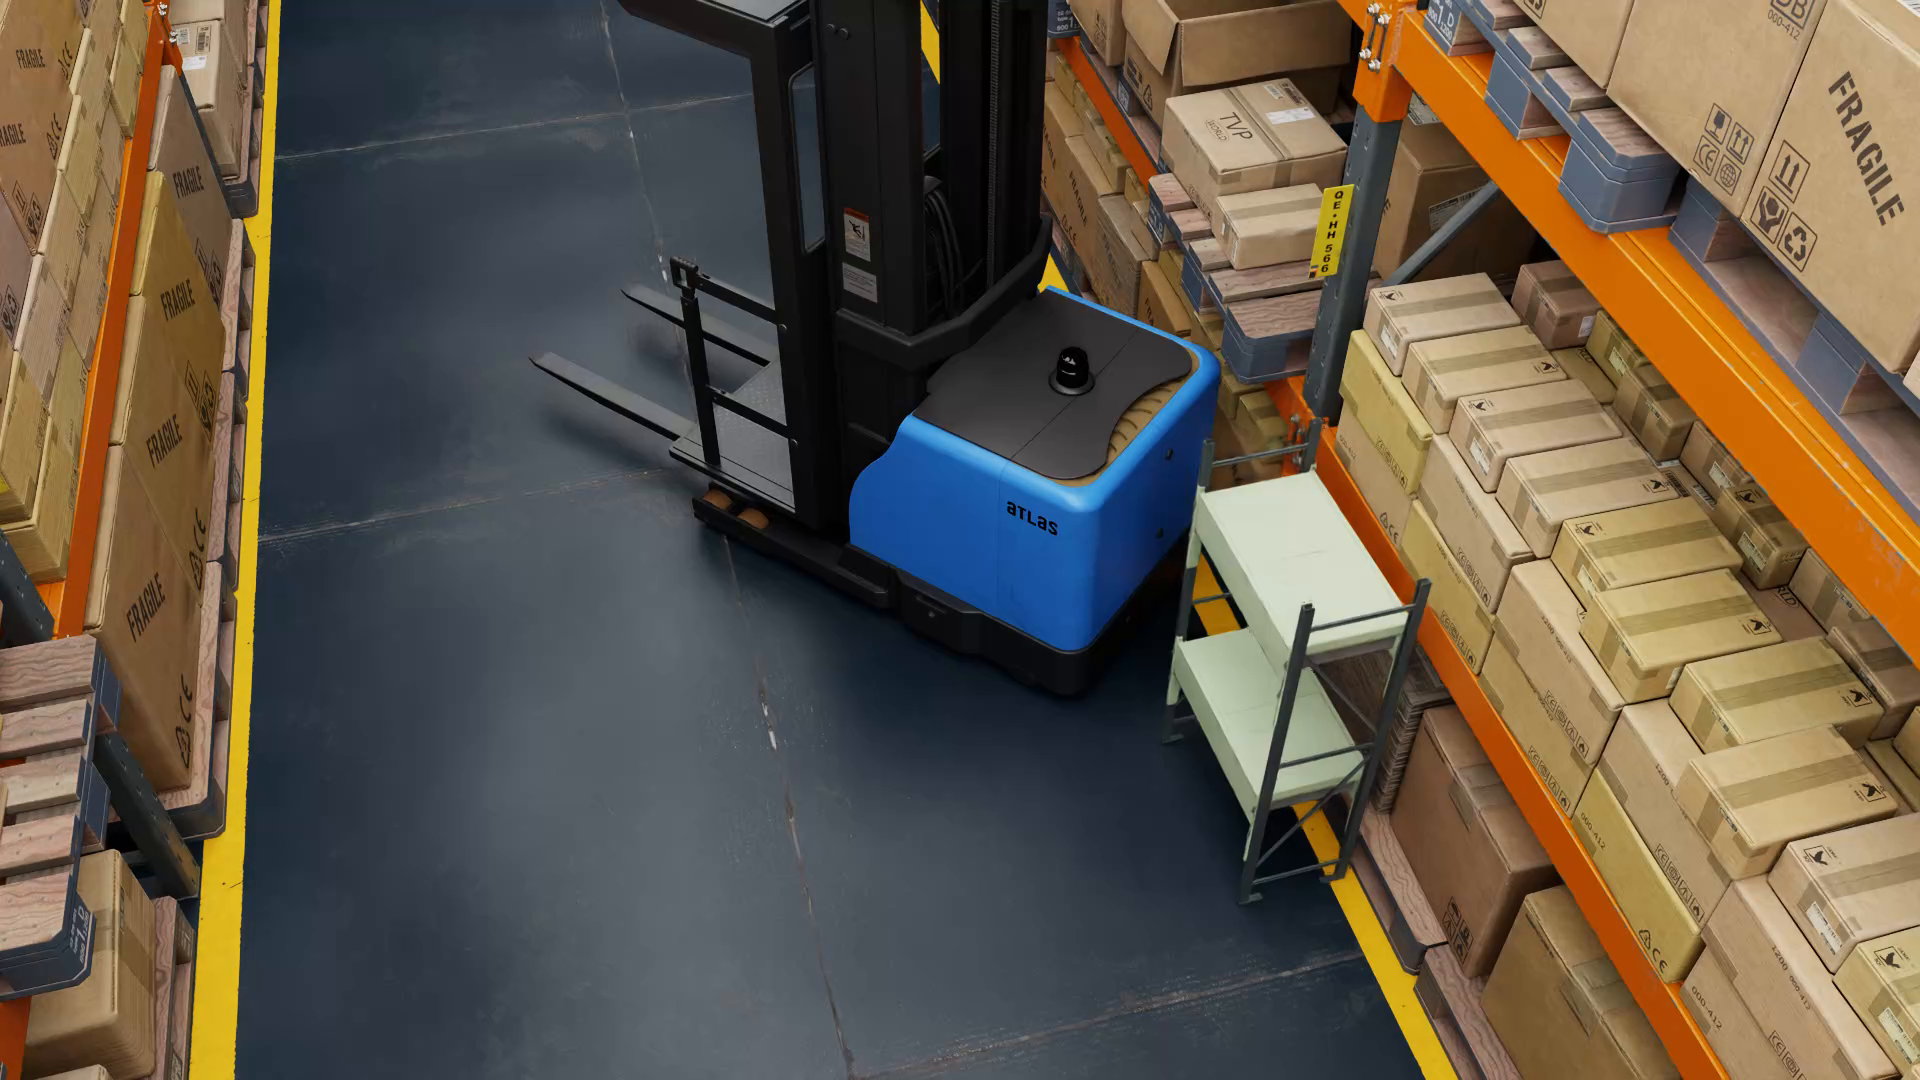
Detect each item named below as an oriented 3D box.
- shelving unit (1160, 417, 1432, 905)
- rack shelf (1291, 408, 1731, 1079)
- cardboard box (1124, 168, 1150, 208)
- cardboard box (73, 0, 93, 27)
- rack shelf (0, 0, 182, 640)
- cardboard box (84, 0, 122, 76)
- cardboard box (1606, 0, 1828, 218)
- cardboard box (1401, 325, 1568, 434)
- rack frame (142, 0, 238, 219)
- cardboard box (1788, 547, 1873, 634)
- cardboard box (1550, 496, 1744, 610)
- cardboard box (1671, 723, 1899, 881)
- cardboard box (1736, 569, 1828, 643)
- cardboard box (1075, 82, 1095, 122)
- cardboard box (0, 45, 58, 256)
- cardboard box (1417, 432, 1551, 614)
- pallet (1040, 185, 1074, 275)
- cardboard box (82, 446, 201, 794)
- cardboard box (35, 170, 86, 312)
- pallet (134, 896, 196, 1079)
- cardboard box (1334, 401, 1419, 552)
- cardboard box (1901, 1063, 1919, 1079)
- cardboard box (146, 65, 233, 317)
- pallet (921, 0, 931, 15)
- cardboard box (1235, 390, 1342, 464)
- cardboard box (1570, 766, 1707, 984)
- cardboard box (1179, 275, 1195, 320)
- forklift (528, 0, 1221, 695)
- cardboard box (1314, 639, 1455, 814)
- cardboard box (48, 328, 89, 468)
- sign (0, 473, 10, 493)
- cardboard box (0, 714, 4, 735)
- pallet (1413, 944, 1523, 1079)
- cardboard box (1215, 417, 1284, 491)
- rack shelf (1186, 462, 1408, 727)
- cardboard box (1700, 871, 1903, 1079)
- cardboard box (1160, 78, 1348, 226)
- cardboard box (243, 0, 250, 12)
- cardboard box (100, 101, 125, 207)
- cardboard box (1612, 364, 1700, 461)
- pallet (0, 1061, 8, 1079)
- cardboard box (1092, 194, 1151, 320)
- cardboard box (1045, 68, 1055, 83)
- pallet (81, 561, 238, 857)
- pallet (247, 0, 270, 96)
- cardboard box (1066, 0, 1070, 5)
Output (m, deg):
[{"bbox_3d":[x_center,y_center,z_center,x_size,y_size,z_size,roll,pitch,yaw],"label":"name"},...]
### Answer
[{"bbox_3d":[1.054,0.436,5.514,0.431,1.500,0.755,-11,46,-12],"label":"shelving unit"},{"bbox_3d":[2.166,0.968,4.456,1.077,0.370,4.000,-11,47,-10],"label":"rack shelf"},{"bbox_3d":[0.957,-1.558,7.430,0.380,0.149,0.250,-11,47,-10],"label":"cardboard box"},{"bbox_3d":[-3.671,-2.283,6.368,0.500,0.500,0.500,-10,46,-10],"label":"cardboard box"},{"bbox_3d":[-3.656,-0.884,6.270,1.077,0.370,4.000,-11,47,-10],"label":"rack shelf"},{"bbox_3d":[-3.685,-2.035,6.650,0.500,0.250,0.500,-10,46,-9],"label":"cardboard box"},{"bbox_3d":[1.830,-1.057,3.402,0.700,0.500,0.500,-12,47,-11],"label":"cardboard box"},{"bbox_3d":[1.520,-0.469,4.836,0.380,0.149,0.250,-10,46,-9],"label":"cardboard box"},{"bbox_3d":[-4.168,-2.517,7.367,1.000,3.000,0.127,-11,47,-10],"label":"rack frame"},{"bbox_3d":[2.382,0.119,4.260,0.380,0.149,0.250,-11,47,-11],"label":"cardboard box"},{"bbox_3d":[1.783,0.050,4.328,0.380,0.149,0.250,-10,46,-10],"label":"cardboard box"},{"bbox_3d":[1.877,0.594,3.795,0.380,0.149,0.250,-12,47,-11],"label":"cardboard box"},{"bbox_3d":[2.296,0.171,4.488,0.500,0.250,0.500,-11,47,-11],"label":"cardboard box"},{"bbox_3d":[0.770,-2.091,7.951,0.380,0.149,0.250,-11,47,-11],"label":"cardboard box"},{"bbox_3d":[-3.287,-1.226,5.332,0.500,0.500,0.500,-9,46,-9],"label":"cardboard box"},{"bbox_3d":[1.658,-0.091,4.744,0.500,0.250,0.500,-9,46,-9],"label":"cardboard box"},{"bbox_3d":[0.875,-1.896,8.711,1.003,0.211,1.213,-11,47,-10],"label":"pallet"},{"bbox_3d":[-3.240,0.350,5.751,0.875,0.875,0.875,-11,47,-11],"label":"cardboard box"},{"bbox_3d":[-3.281,-0.976,5.612,0.500,0.250,0.500,-11,47,-10],"label":"cardboard box"},{"bbox_3d":[-2.945,1.761,5.127,1.003,0.211,1.213,-11,47,-10],"label":"pallet"},{"bbox_3d":[1.531,-0.262,5.262,0.500,0.250,0.500,-11,47,-10],"label":"cardboard box"},{"bbox_3d":[2.085,1.129,3.270,0.380,0.149,0.250,-12,47,-12],"label":"cardboard box"},{"bbox_3d":[-3.931,-1.506,7.570,0.875,0.875,0.875,-9,46,-9],"label":"cardboard box"},{"bbox_3d":[0.139,-3.769,10.547,1.003,0.211,1.213,-11,47,-10],"label":"pallet"},{"bbox_3d":[1.283,-0.459,6.352,0.380,0.149,0.250,-13,47,-12],"label":"cardboard box"},{"bbox_3d":[1.925,0.799,4.222,0.500,0.250,0.500,-9,46,-9],"label":"cardboard box"},{"bbox_3d":[1.134,-1.022,6.904,0.380,0.149,0.250,-9,46,-9],"label":"cardboard box"},{"bbox_3d":[-0.514,-1.279,6.202,3.031,2.935,1.130,26,51,23],"label":"forklift"},{"bbox_3d":[1.800,0.452,5.826,0.875,0.625,0.625,-9,46,-9],"label":"cardboard box"},{"bbox_3d":[-3.174,-0.438,5.434,0.500,0.250,0.500,-12,47,-11],"label":"cardboard box"},{"bbox_3d":[-2.621,-0.238,4.379,0.100,0.325,0.005,-11,47,-10],"label":"sign"},{"bbox_3d":[-2.694,0.541,4.252,0.380,0.149,0.250,-10,46,-10],"label":"cardboard box"},{"bbox_3d":[2.136,1.727,5.160,1.003,0.211,1.213,-11,47,-10],"label":"pallet"},{"bbox_3d":[1.338,-0.190,6.543,0.500,0.500,0.500,-9,46,-9],"label":"cardboard box"},{"bbox_3d":[1.056,0.160,5.239,0.431,0.370,0.720,-11,46,-12],"label":"rack shelf"},{"bbox_3d":[2.041,0.974,3.701,0.500,0.250,0.500,-10,46,-10],"label":"cardboard box"},{"bbox_3d":[1.071,-1.429,6.112,0.500,0.250,0.500,-13,47,-12],"label":"cardboard box"},{"bbox_3d":[-4.684,-3.461,9.792,0.875,0.438,0.875,-10,46,-9],"label":"cardboard box"},{"bbox_3d":[-3.569,-1.497,6.472,0.500,0.250,0.500,-12,47,-11],"label":"cardboard box"},{"bbox_3d":[2.115,-0.389,4.758,0.380,0.149,0.250,-11,47,-10],"label":"cardboard box"},{"bbox_3d":[-2.597,1.671,3.397,1.003,0.211,1.213,-11,47,-10],"label":"pallet"},{"bbox_3d":[0.932,-1.253,7.585,0.500,0.500,0.500,-12,47,-12],"label":"cardboard box"},{"bbox_3d":[0.536,-2.324,8.634,0.500,0.500,0.500,-9,46,-9],"label":"cardboard box"},{"bbox_3d":[-3.272,0.663,6.203,1.003,0.211,1.213,-11,47,-10],"label":"pallet"},{"bbox_3d":[-4.602,-2.924,9.718,1.003,0.211,1.213,-11,47,-10],"label":"pallet"},{"bbox_3d":[0.615,-2.497,7.148,0.396,0.266,0.258,-9,46,-8],"label":"cardboard box"}]
